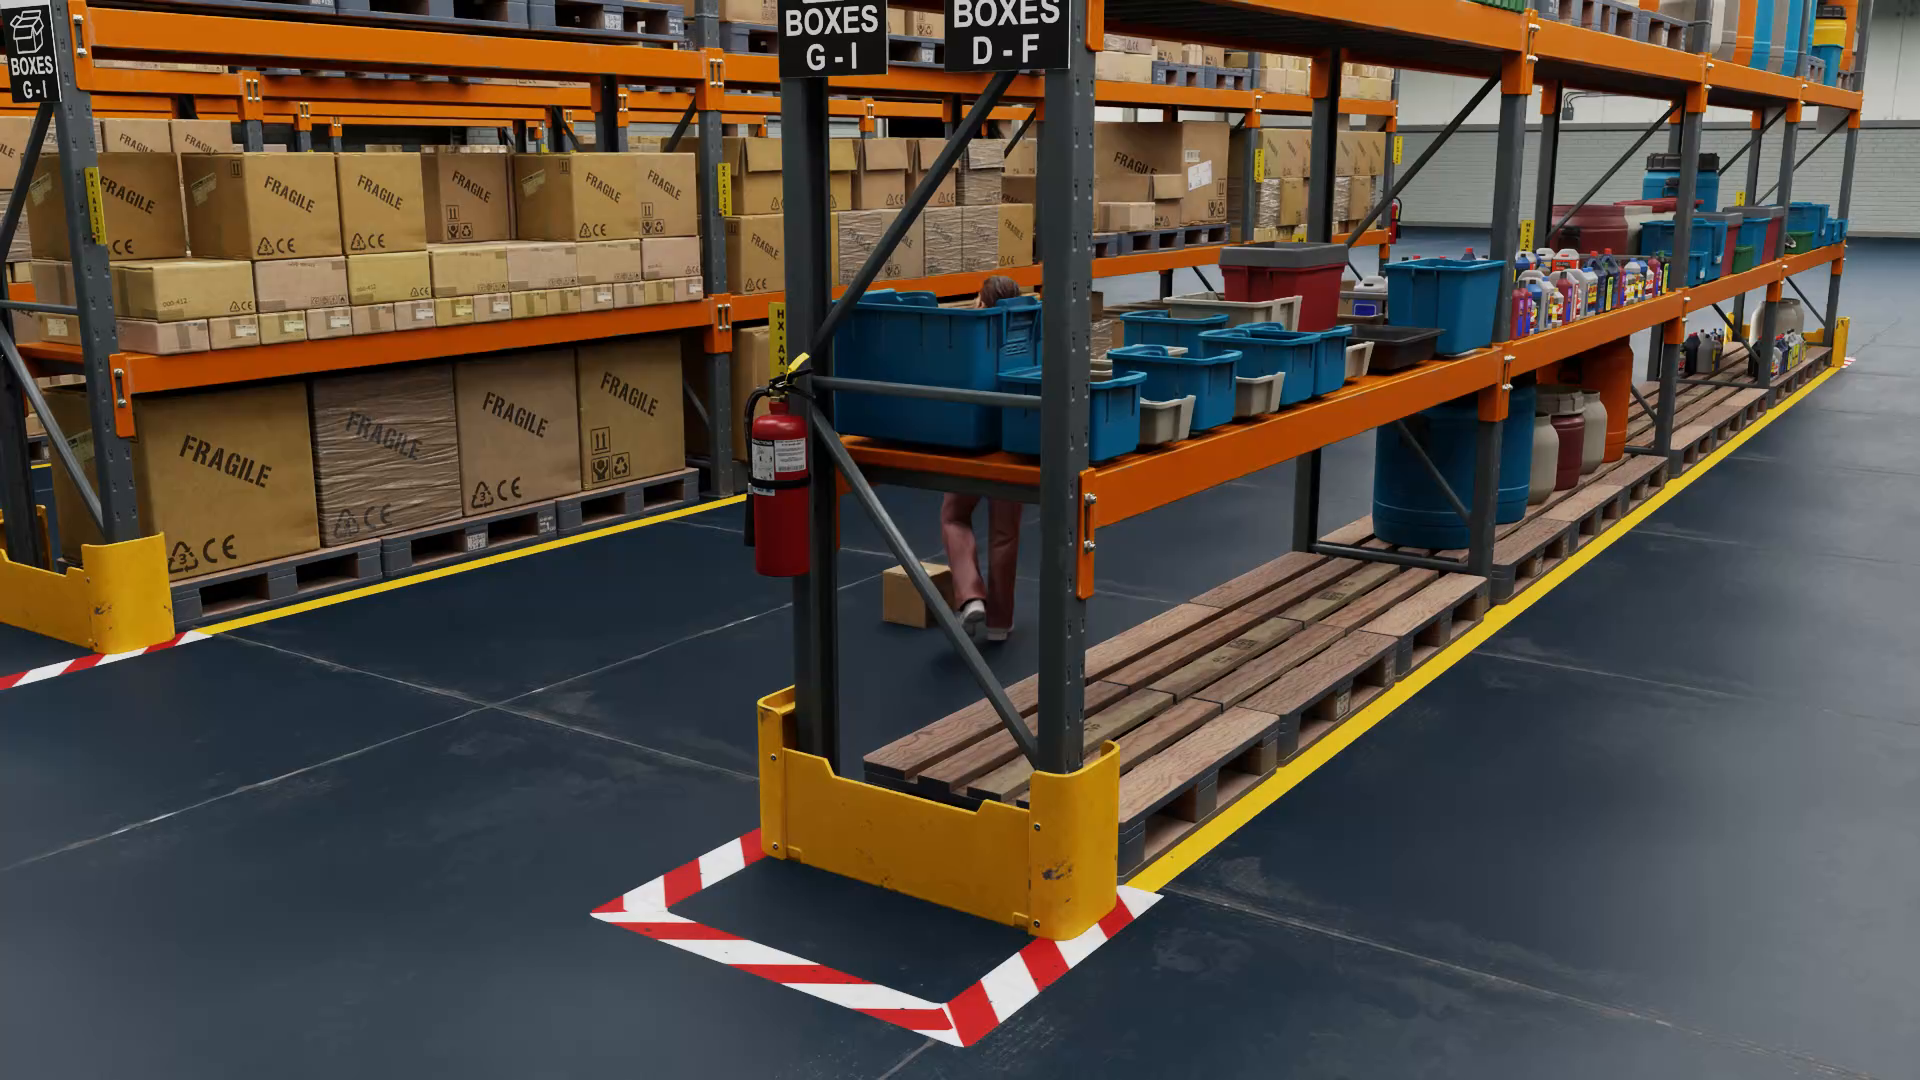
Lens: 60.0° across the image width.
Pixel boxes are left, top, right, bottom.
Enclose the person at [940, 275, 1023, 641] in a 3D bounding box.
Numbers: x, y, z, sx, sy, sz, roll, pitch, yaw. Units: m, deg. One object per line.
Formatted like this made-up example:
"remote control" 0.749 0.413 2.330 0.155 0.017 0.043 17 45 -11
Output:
"person" 0.159 -0.360 7.518 0.522 1.667 0.445 -2 13 -10
